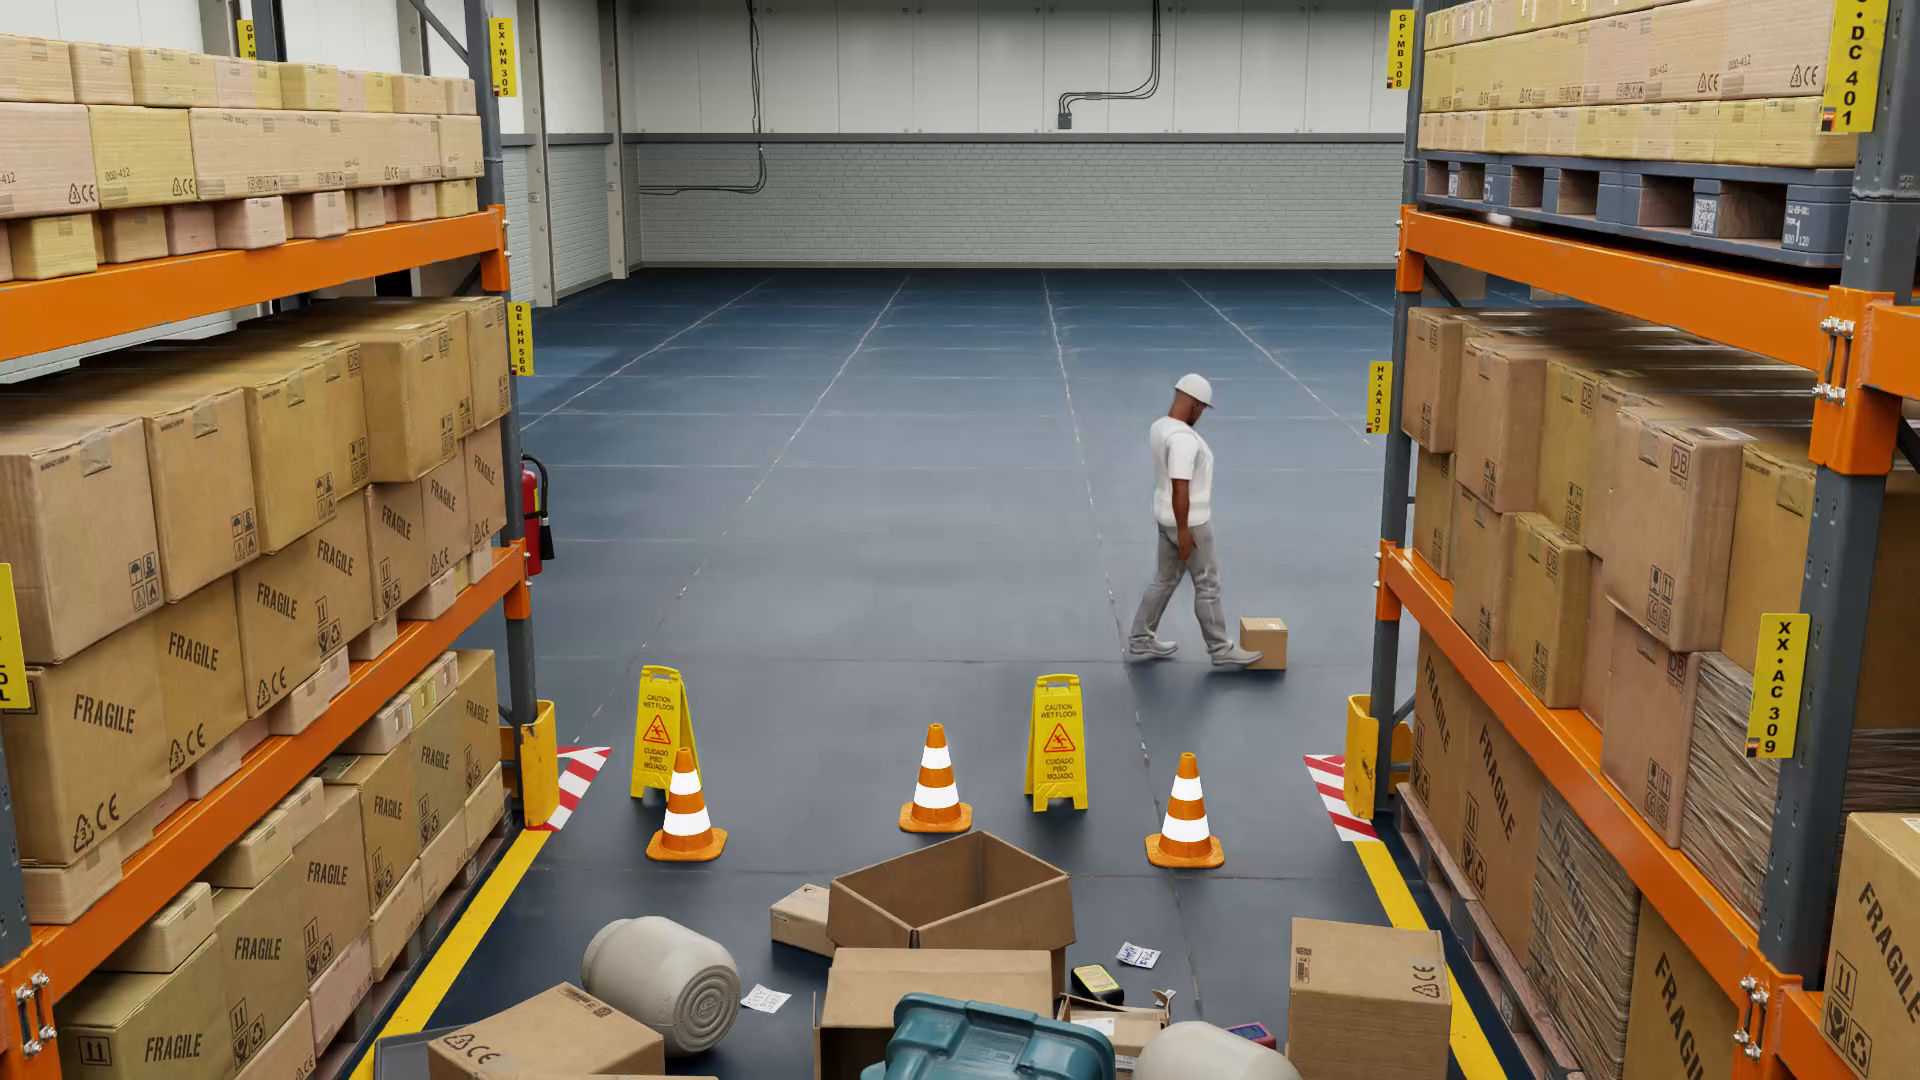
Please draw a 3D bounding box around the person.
[{"bbox_3d":[1.413,-0.122,9.919,0.766,1.742,0.628,-1,14,-6],"label":"person"}]
